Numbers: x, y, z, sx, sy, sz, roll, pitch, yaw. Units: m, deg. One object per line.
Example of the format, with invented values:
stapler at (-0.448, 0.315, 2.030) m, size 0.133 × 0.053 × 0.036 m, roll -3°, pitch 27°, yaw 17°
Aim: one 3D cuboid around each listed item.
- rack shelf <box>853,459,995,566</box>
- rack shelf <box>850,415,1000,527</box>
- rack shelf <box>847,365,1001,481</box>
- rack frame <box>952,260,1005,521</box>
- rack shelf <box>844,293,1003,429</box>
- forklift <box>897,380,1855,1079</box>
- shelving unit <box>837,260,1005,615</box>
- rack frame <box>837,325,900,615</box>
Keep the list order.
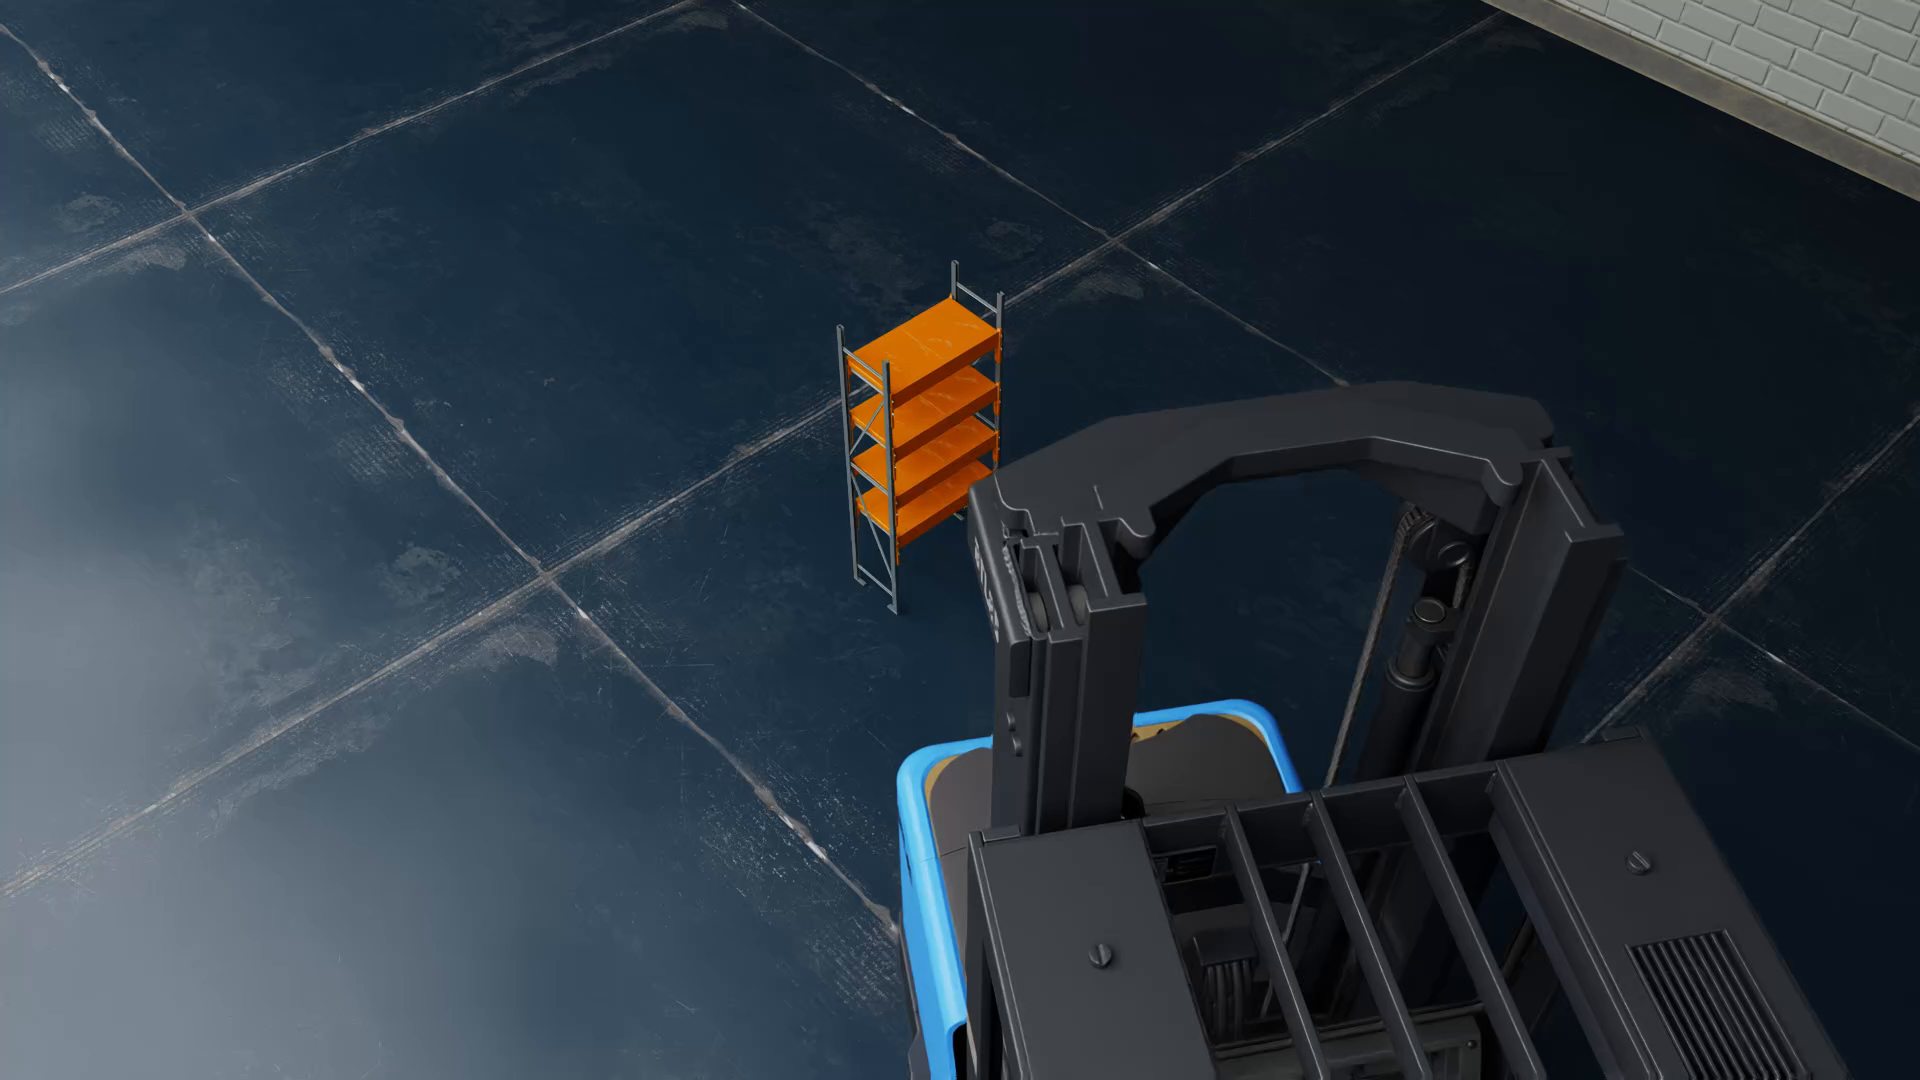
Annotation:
rack shelf at (-0.122, -0.145, 5.929) m, size 0.480 × 0.148 × 0.258 m, roll -34°, pitch 56°, yaw -27°
rack shelf at (-0.122, -0.279, 5.783) m, size 0.480 × 0.148 × 0.258 m, roll -34°, pitch 56°, yaw -27°
rack shelf at (-0.122, -0.431, 5.619) m, size 0.480 × 0.148 × 0.258 m, roll -34°, pitch 56°, yaw -27°
rack frame at (0.058, -0.446, 5.845) m, size 0.015 × 1.200 × 0.240 m, roll -34°, pitch 56°, yaw -27°
rack shelf at (-0.122, -0.592, 5.445) m, size 0.480 × 0.148 × 0.258 m, roll -34°, pitch 56°, yaw -27°
forklift at (0.600, 1.277, 3.078) m, size 1.130 × 2.935 × 3.031 m, roll -8°, pitch 48°, yaw -7°
shelving unit at (-0.122, -0.325, 5.734) m, size 0.503 × 1.200 × 0.258 m, roll -34°, pitch 56°, yaw -27°
rack frame at (-0.303, -0.204, 5.622) m, size 0.015 × 1.200 × 0.240 m, roll -34°, pitch 56°, yaw -27°
